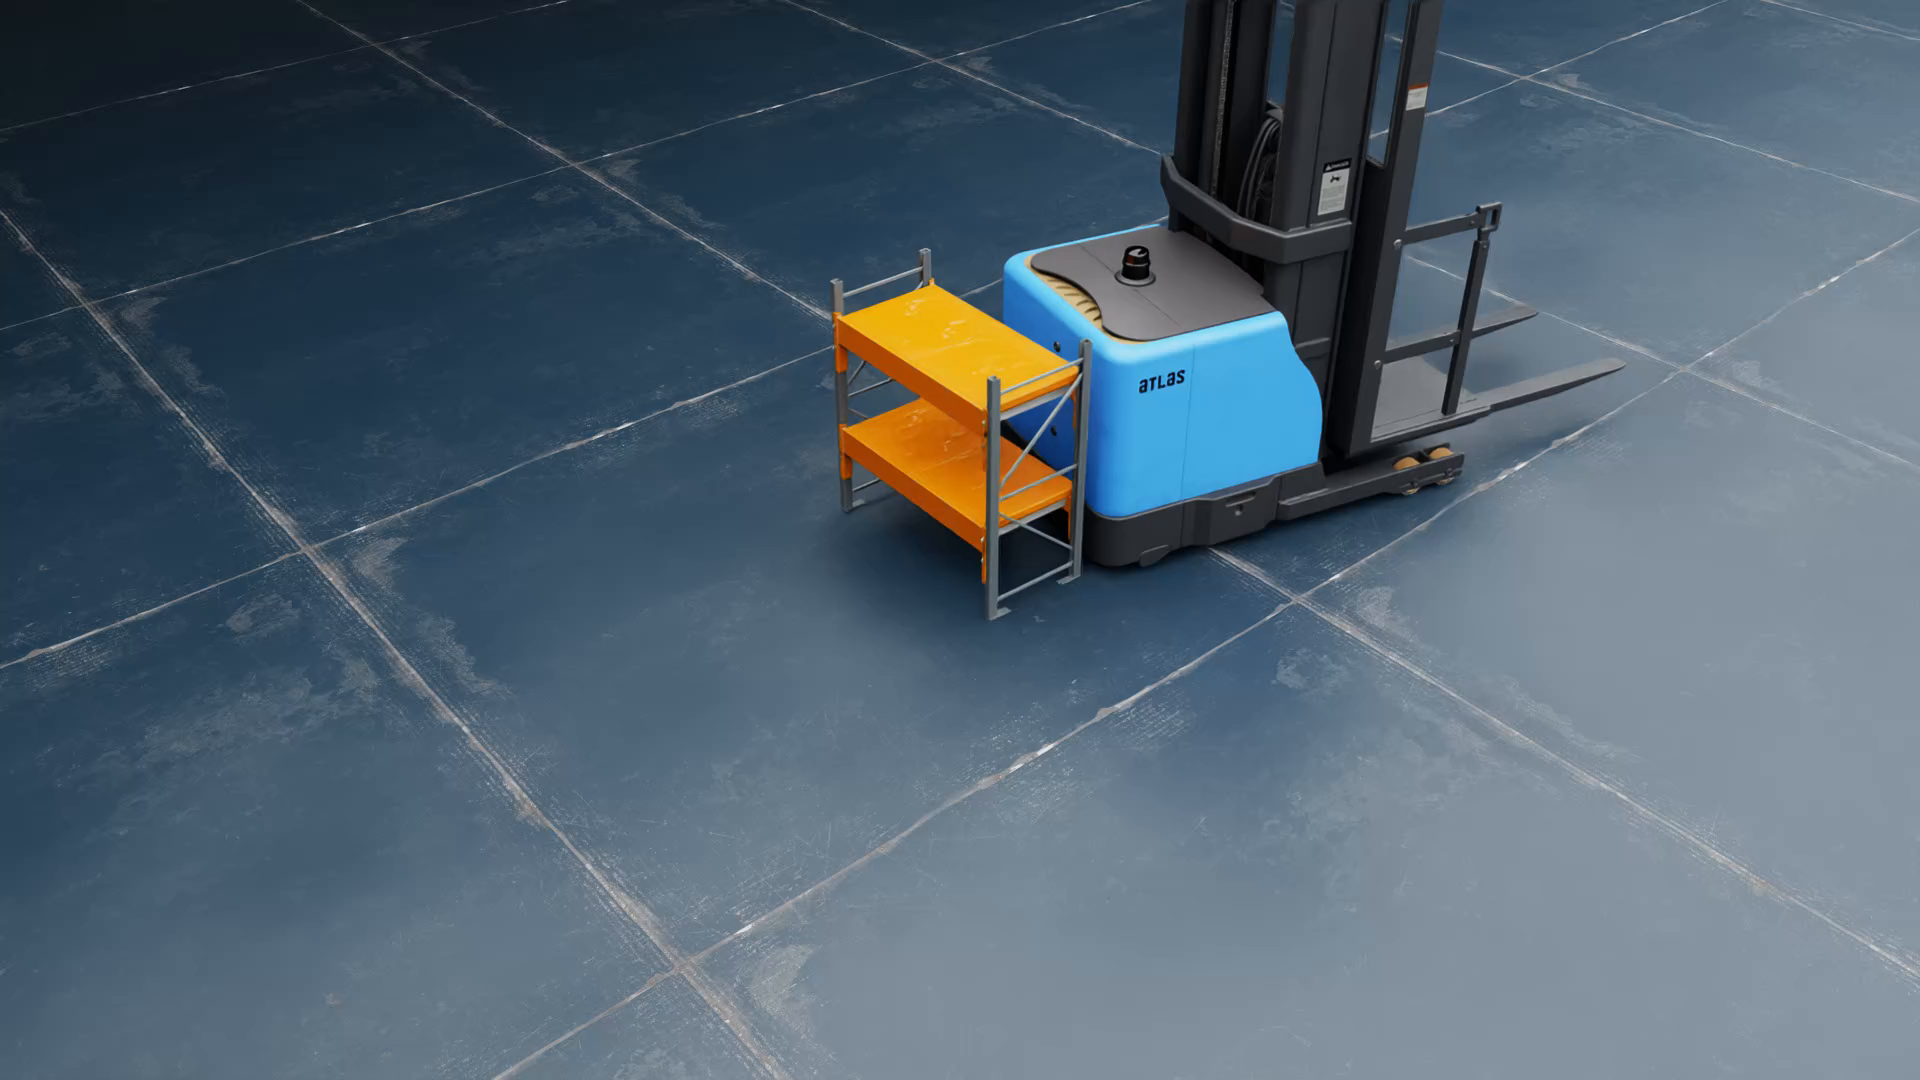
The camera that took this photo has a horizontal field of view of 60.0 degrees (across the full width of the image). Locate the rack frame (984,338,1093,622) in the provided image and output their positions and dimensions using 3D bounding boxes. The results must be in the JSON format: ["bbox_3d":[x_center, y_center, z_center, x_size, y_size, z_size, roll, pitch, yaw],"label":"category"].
[{"bbox_3d":[0.305,-0.223,6.591,0.500,1.125,0.032,-25,42,-30],"label":"rack frame"}]

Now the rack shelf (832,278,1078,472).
[{"bbox_3d":[-0.011,-0.692,6.747,0.538,0.278,1.000,-25,42,-30],"label":"rack shelf"}]

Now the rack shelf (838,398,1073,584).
[{"bbox_3d":[-0.011,-0.253,7.057,0.538,0.278,1.000,-25,42,-30],"label":"rack shelf"}]

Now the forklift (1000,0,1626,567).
[{"bbox_3d":[1.729,-1.659,7.057,3.031,2.935,1.130,-16,38,-21],"label":"forklift"}]

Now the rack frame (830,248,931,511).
[{"bbox_3d":[-0.328,-0.683,7.241,0.500,1.125,0.032,-25,42,-30],"label":"rack frame"}]

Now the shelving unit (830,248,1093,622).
[{"bbox_3d":[-0.011,-0.453,6.916,0.538,1.125,1.048,-25,42,-30],"label":"shelving unit"}]
